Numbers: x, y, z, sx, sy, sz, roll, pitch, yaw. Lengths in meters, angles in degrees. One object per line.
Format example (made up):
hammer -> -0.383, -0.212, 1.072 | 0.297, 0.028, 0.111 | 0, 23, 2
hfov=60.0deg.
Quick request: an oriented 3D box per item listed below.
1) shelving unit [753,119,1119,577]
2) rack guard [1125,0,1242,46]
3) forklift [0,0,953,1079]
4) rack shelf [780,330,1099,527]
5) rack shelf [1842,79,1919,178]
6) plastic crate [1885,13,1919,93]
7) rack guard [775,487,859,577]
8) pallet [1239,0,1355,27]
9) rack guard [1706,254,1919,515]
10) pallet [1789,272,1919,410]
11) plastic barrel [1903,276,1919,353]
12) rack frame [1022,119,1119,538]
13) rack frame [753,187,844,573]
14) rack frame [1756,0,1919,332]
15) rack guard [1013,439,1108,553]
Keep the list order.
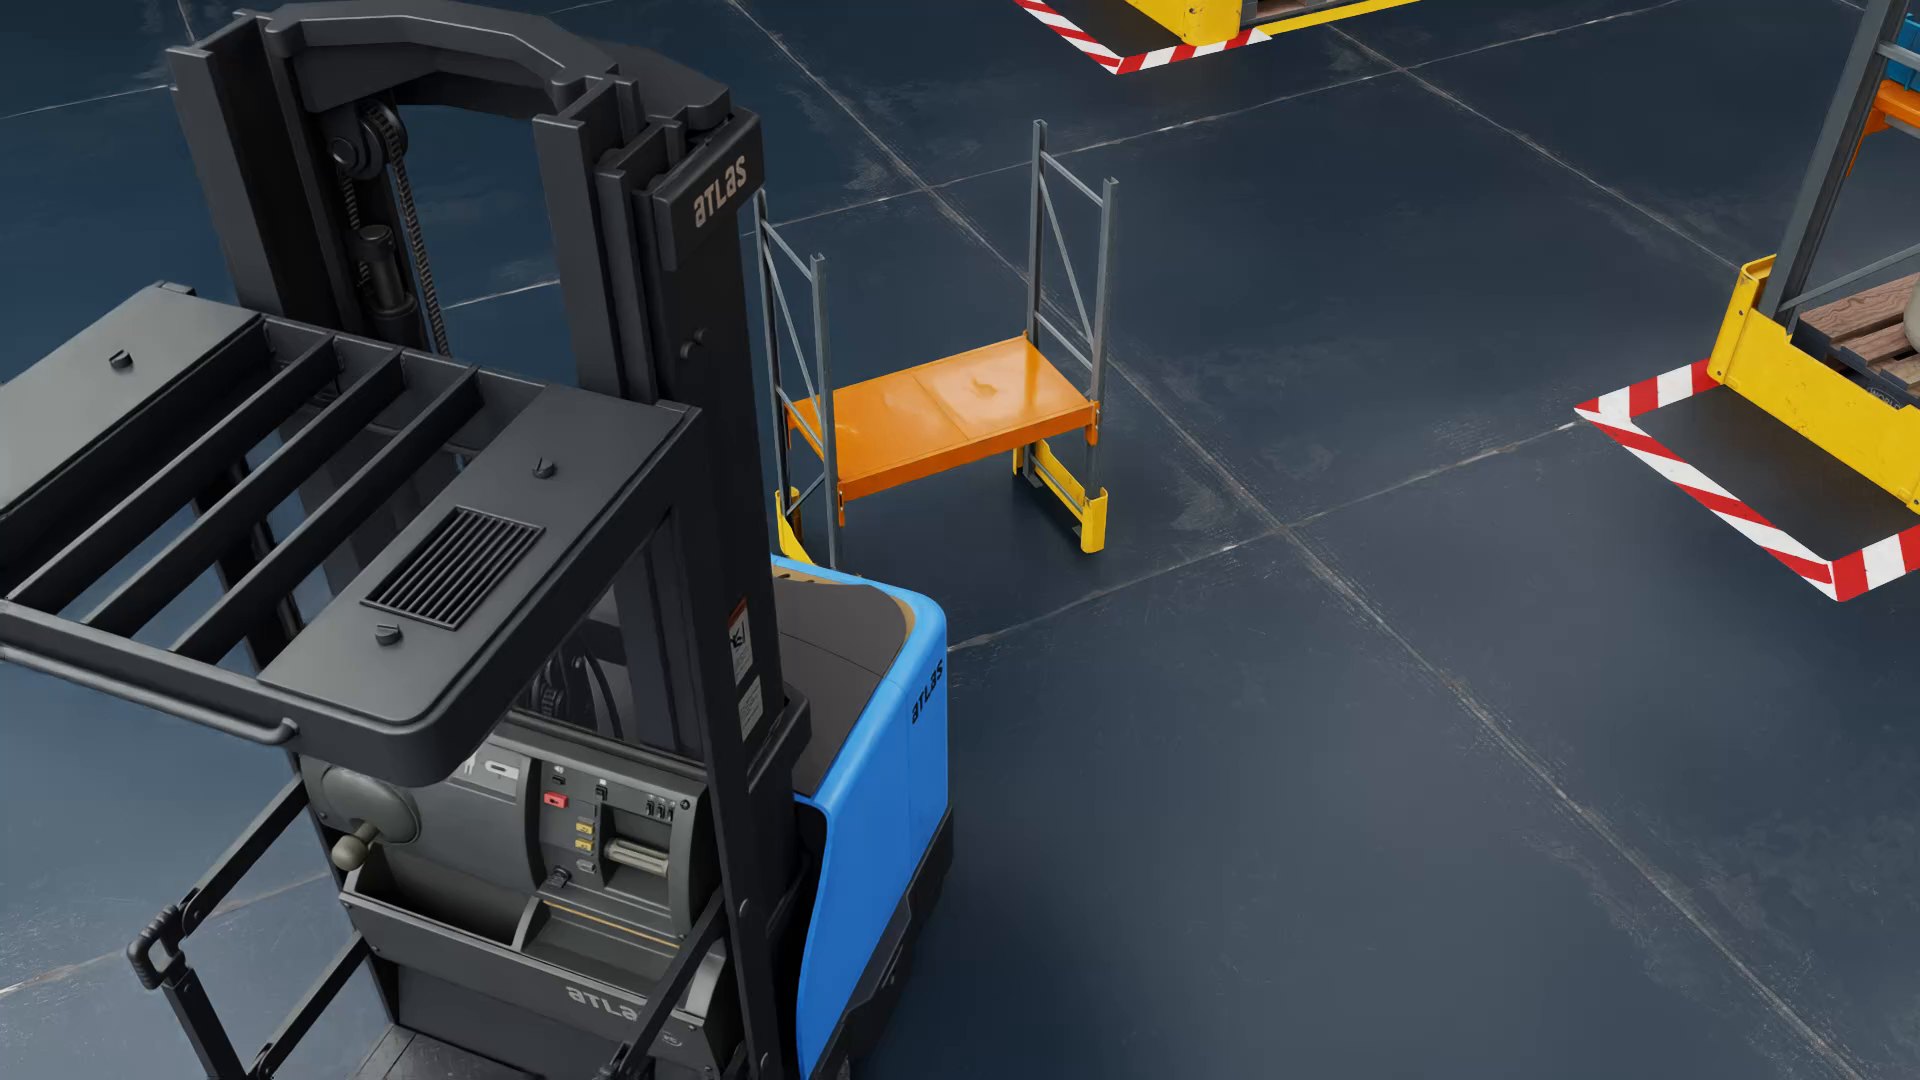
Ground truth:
shelving unit -> -0.068, -0.550, 5.739 | 1.083, 1.500, 0.587 | -19, 44, -21
rack guard -> 1.233, -3.419, 9.902 | 0.348, 0.500, 1.175 | -19, 44, -21
forklift -> -1.025, 0.632, 3.235 | 1.130, 2.935, 3.031 | 14, 42, 16
rack shelf -> -0.076, -0.410, 5.852 | 1.000, 0.185, 0.538 | -19, 44, -21
rack shelf -> 5.313, -1.863, 6.686 | 4.000, 0.370, 1.077 | -19, 44, -21
plastic crate -> 3.845, -1.805, 6.175 | 0.616, 0.251, 0.499 | -19, 44, -21
rack guard -> -0.509, 0.076, 5.967 | 0.087, 0.250, 0.587 | -19, 44, -21
pallet -> 1.913, -3.568, 10.302 | 1.213, 0.211, 1.003 | -19, 44, -21
rack guard -> 3.585, -0.636, 6.615 | 0.348, 0.500, 1.175 | -19, 44, -21
pallet -> 4.308, -0.765, 6.991 | 1.213, 0.211, 1.003 | -19, 44, -21
plastic barrel -> 4.087, -0.991, 6.700 | 0.421, 0.512, 0.421 | 0, 40, 0
rack frame -> 0.375, -0.699, 5.915 | 0.032, 1.500, 0.500 | -19, 44, -21
rack frame -> -0.527, -0.395, 5.556 | 0.032, 1.500, 0.500 | -19, 44, -21
rack frame -> 3.539, -1.541, 5.748 | 0.127, 3.000, 1.000 | -19, 44, -21
rack guard -> 0.374, -0.221, 6.318 | 0.087, 0.250, 0.587 | -19, 44, -21
